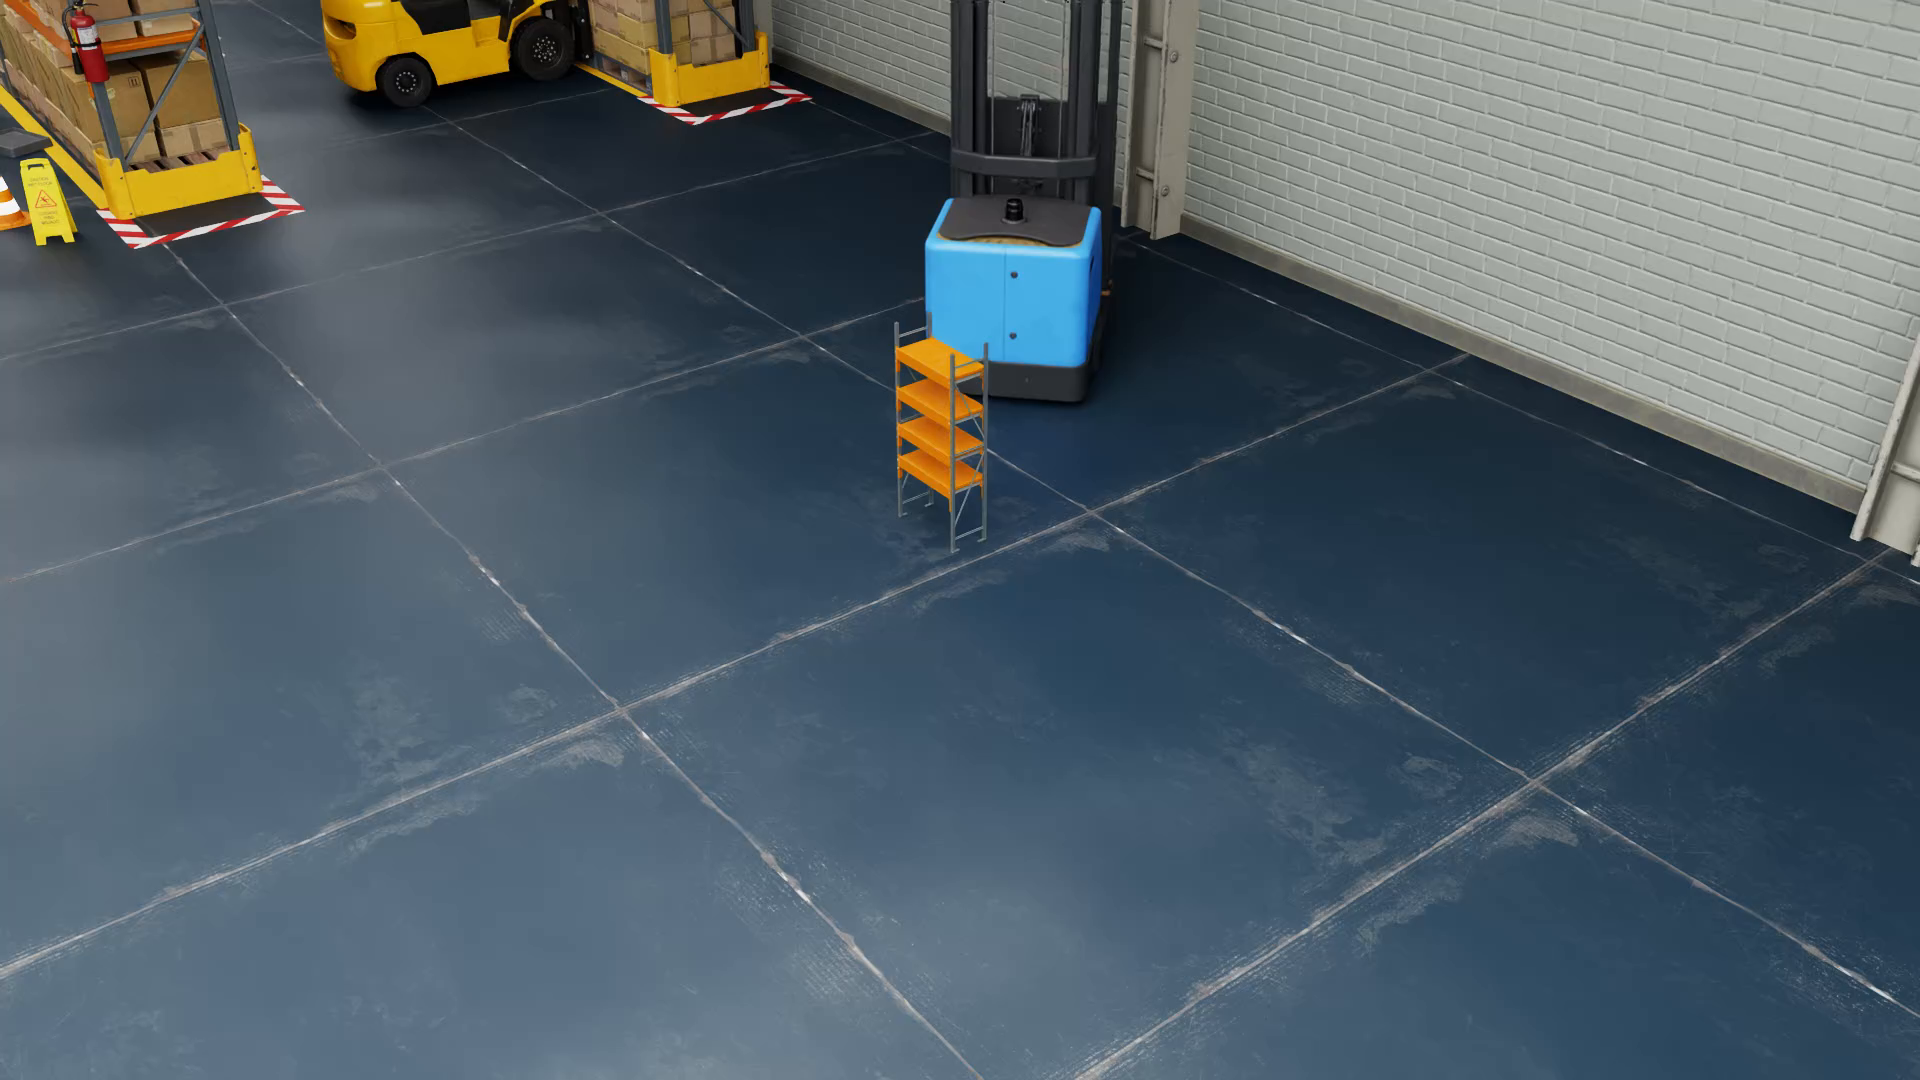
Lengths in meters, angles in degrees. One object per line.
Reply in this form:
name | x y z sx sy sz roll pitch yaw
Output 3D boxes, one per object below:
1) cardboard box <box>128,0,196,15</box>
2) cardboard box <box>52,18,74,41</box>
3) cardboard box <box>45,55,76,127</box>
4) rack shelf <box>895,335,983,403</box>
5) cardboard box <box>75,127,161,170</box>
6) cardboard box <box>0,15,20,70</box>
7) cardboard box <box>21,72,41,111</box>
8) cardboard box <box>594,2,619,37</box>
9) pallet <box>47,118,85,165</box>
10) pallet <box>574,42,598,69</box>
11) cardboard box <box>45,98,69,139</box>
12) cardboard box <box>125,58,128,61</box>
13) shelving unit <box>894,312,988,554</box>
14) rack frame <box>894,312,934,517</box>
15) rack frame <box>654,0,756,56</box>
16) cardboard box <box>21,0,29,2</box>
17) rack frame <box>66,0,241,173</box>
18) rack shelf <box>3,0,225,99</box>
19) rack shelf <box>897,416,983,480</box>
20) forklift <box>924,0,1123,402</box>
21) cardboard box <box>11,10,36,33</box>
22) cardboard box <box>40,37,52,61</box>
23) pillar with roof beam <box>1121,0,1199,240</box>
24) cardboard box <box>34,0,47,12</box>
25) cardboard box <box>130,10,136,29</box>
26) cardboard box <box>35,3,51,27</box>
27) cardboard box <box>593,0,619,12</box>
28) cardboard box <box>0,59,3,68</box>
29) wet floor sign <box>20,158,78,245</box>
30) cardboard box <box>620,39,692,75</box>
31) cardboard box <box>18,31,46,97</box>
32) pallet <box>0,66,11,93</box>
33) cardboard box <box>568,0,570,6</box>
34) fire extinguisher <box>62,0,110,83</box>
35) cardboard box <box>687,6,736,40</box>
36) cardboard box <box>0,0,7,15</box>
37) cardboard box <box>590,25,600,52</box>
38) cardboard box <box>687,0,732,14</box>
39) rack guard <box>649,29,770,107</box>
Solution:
cardboard box | -6.431 -4.525 13.315 0.500 0.500 0.500 -23 39 -32
cardboard box | -7.001 -4.118 13.276 0.380 0.149 0.250 -23 38 -32
cardboard box | -7.380 -3.863 14.125 0.500 0.500 0.500 -21 37 -30
rack shelf | -0.102 -0.912 8.837 0.258 0.148 0.480 -22 38 -31
cardboard box | -7.083 -3.339 13.991 0.500 0.250 0.500 -22 38 -32
cardboard box | -8.664 -4.731 15.522 0.500 0.500 0.500 -20 37 -29
cardboard box | -8.328 -4.194 15.368 0.500 0.250 0.500 -20 37 -29
cardboard box | -3.286 -5.213 16.535 0.500 0.250 0.500 -23 38 -32
pallet | -7.621 -3.774 15.126 1.003 0.211 1.213 -22 38 -31
pallet | -3.687 -5.305 17.591 1.003 0.211 1.213 -22 38 -31
cardboard box | -7.705 -3.764 14.675 0.500 0.250 0.500 -24 39 -33
cardboard box | -6.975 -4.049 14.424 0.500 0.500 0.500 -24 39 -33
shelving unit | -0.102 -0.579 9.044 0.258 1.200 0.503 -22 38 -31
rack frame | -0.251 -0.680 9.208 0.240 1.200 0.015 -22 38 -31
rack frame | -2.441 -5.676 15.546 1.000 3.000 0.127 -22 38 -31
cardboard box | -7.919 -4.762 14.312 0.380 0.149 0.250 -22 38 -32
rack frame | -6.360 -4.069 12.958 1.000 3.000 0.127 -22 38 -31
rack shelf | -7.586 -4.597 14.490 1.077 0.370 4.000 -22 38 -31
rack shelf | -0.102 -0.522 9.080 0.258 0.148 0.480 -22 38 -31
forklift | 0.522 -2.883 11.113 1.130 2.935 3.031 5 32 8
cardboard box | -8.151 -4.610 14.713 0.380 0.149 0.250 -20 37 -29
cardboard box | -7.487 -4.160 13.987 0.380 0.149 0.250 -22 38 -31
pillar with roof beam | -1.877 -4.913 8.631 9.100 9.000 0.400 -22 38 -31
cardboard box | -7.214 -4.585 13.412 0.500 0.500 0.500 -22 38 -31
cardboard box | -6.571 -4.271 13.522 0.380 0.149 0.250 -22 38 -31
cardboard box | -7.323 -4.329 13.616 0.380 0.149 0.250 -22 38 -31
cardboard box | -3.288 -5.413 16.383 0.500 0.250 0.500 -22 38 -31
cardboard box | -9.136 -5.016 16.575 0.950 0.372 0.625 -22 38 -31
wet floor sign | -7.088 -2.643 12.894 0.267 0.644 0.232 -10 33 -15
cardboard box | -2.979 -4.780 16.311 0.500 0.250 0.500 -22 38 -31
cardboard box | -8.010 -4.295 14.820 0.500 0.500 0.500 -20 37 -29
pallet | -9.291 -4.875 16.899 1.003 0.211 1.213 -22 38 -31
cardboard box | -3.923 -5.631 17.208 0.500 0.250 0.500 -22 38 -32
fire extinguisher | -6.654 -3.839 12.661 0.296 0.674 0.183 -22 38 -31
cardboard box | -2.565 -5.162 16.452 0.500 0.250 0.500 -21 38 -31
cardboard box | -8.635 -4.935 15.236 0.380 0.149 0.250 -22 38 -31
cardboard box | -3.576 -5.202 16.990 0.500 0.250 0.500 -22 38 -31
cardboard box | -2.586 -5.373 16.318 0.500 0.250 0.500 -23 39 -32
rack guard | -2.426 -4.604 16.189 1.175 0.500 0.348 -22 38 -31
